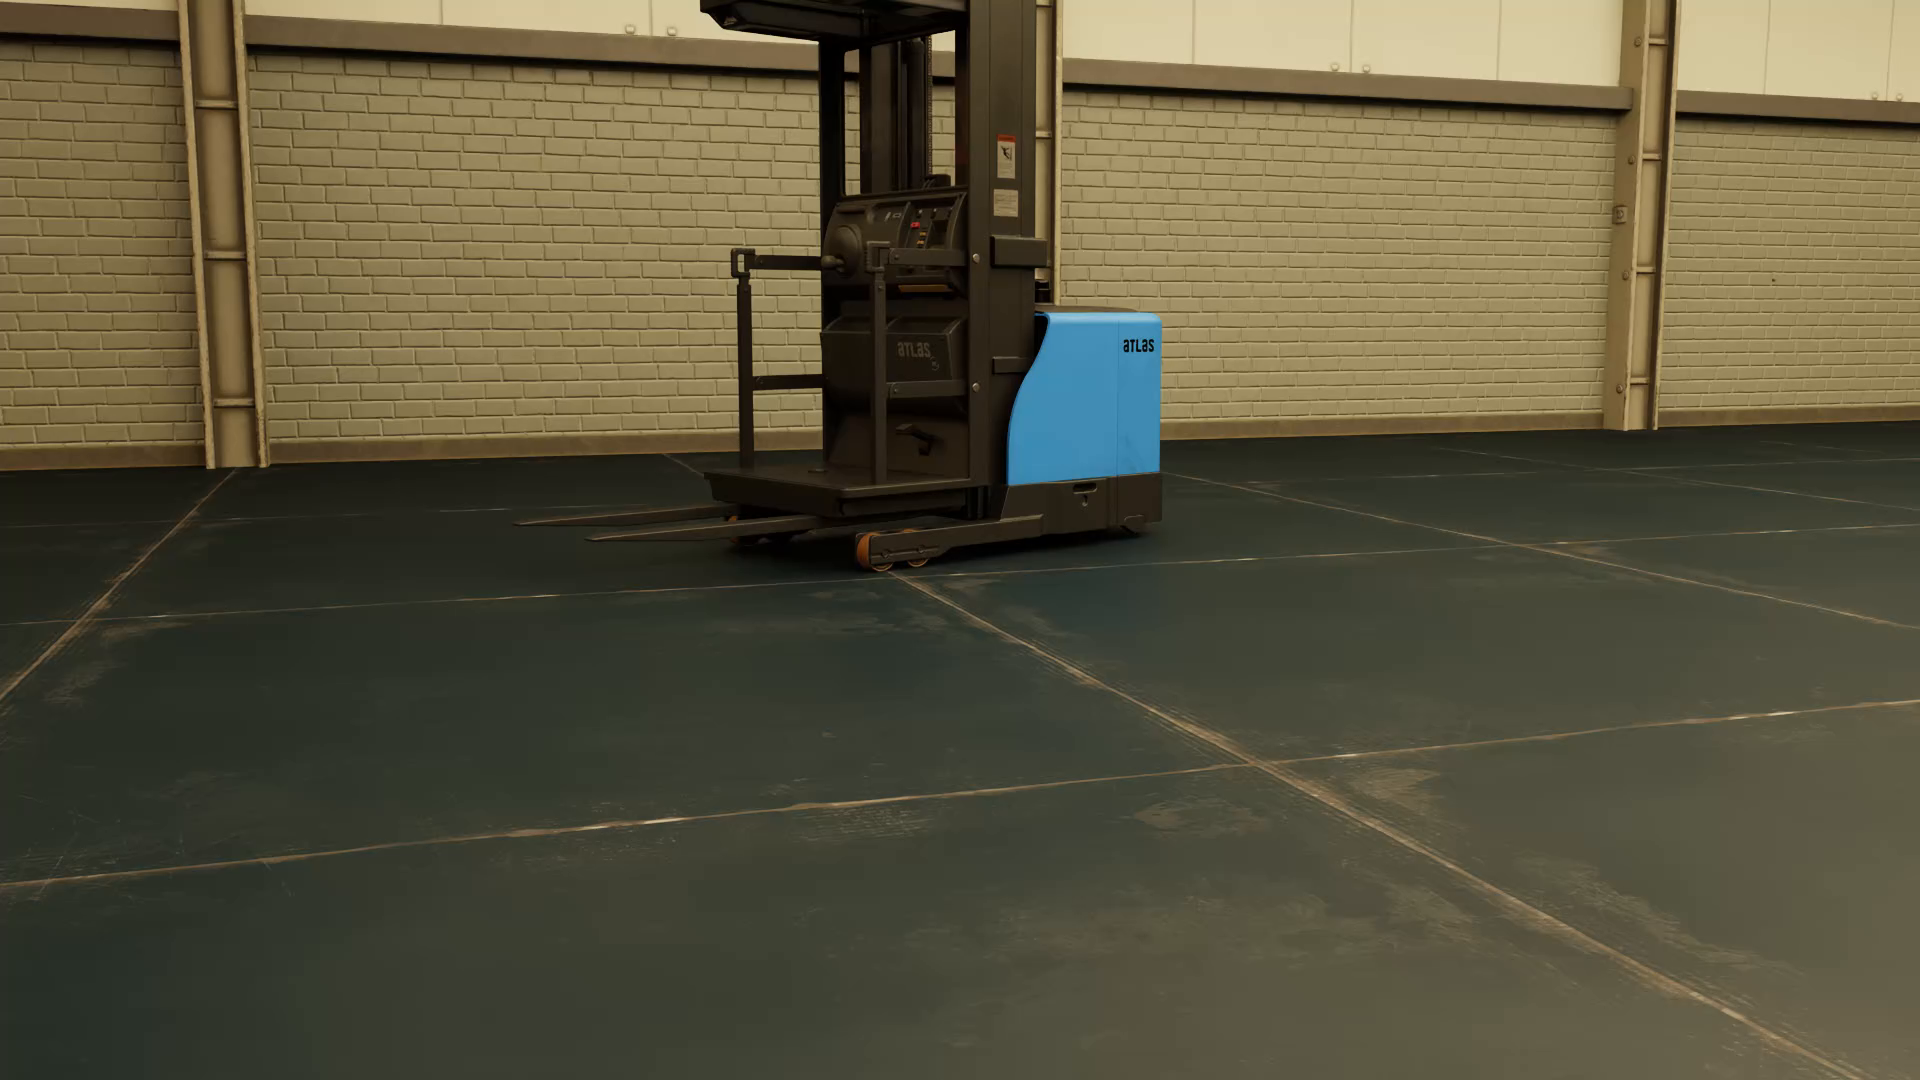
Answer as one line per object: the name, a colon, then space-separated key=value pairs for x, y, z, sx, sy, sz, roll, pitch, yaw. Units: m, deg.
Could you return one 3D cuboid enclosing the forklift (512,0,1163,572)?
forklift: x=-0.461 y=-1.399 z=7.333 sx=3.031 sy=2.935 sz=1.130 roll=-7 pitch=10 yaw=-40
